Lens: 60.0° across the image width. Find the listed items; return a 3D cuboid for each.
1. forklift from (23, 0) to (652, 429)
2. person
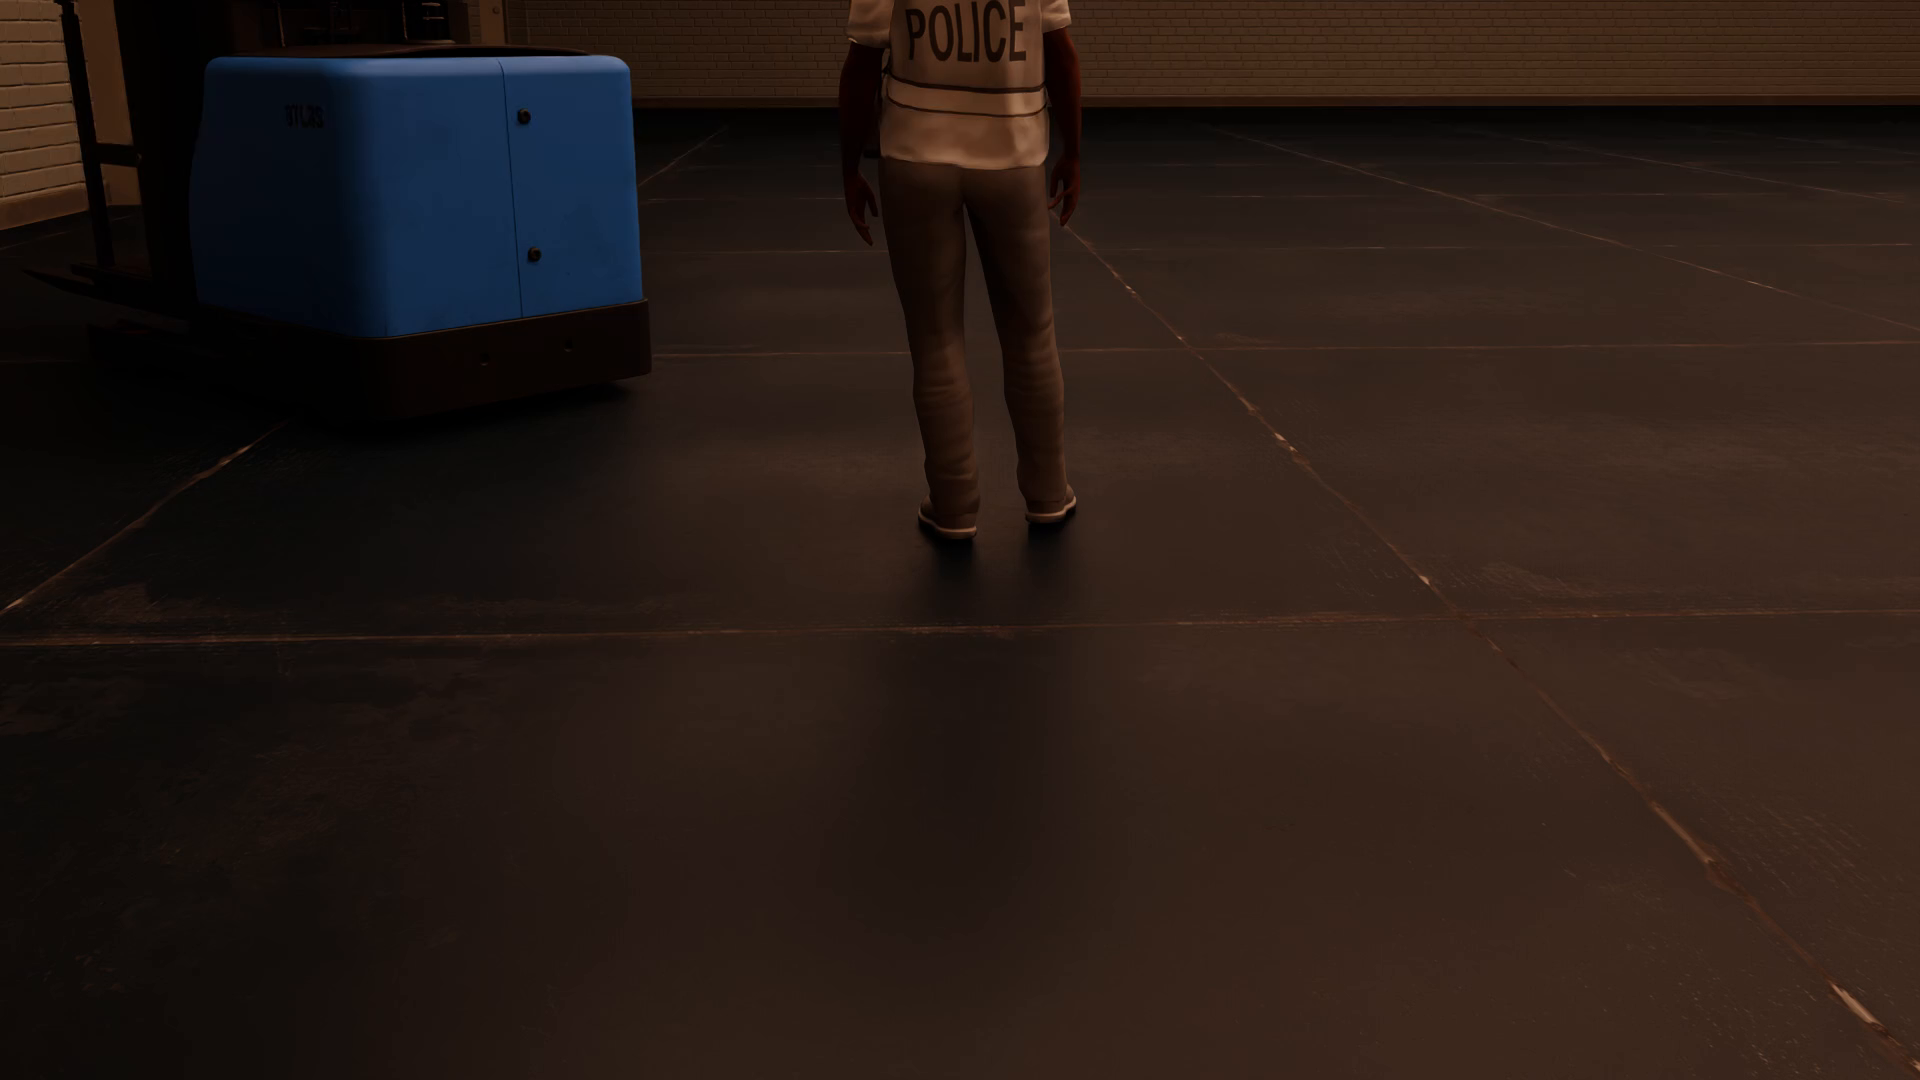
[{"bbox_3d":[-2.454,-2.069,5.672,3.031,2.935,1.130,15,22,39],"label":"forklift"},{"bbox_3d":[0.016,-0.839,3.741,0.569,1.694,0.529,-1,17,-3],"label":"person"}]
